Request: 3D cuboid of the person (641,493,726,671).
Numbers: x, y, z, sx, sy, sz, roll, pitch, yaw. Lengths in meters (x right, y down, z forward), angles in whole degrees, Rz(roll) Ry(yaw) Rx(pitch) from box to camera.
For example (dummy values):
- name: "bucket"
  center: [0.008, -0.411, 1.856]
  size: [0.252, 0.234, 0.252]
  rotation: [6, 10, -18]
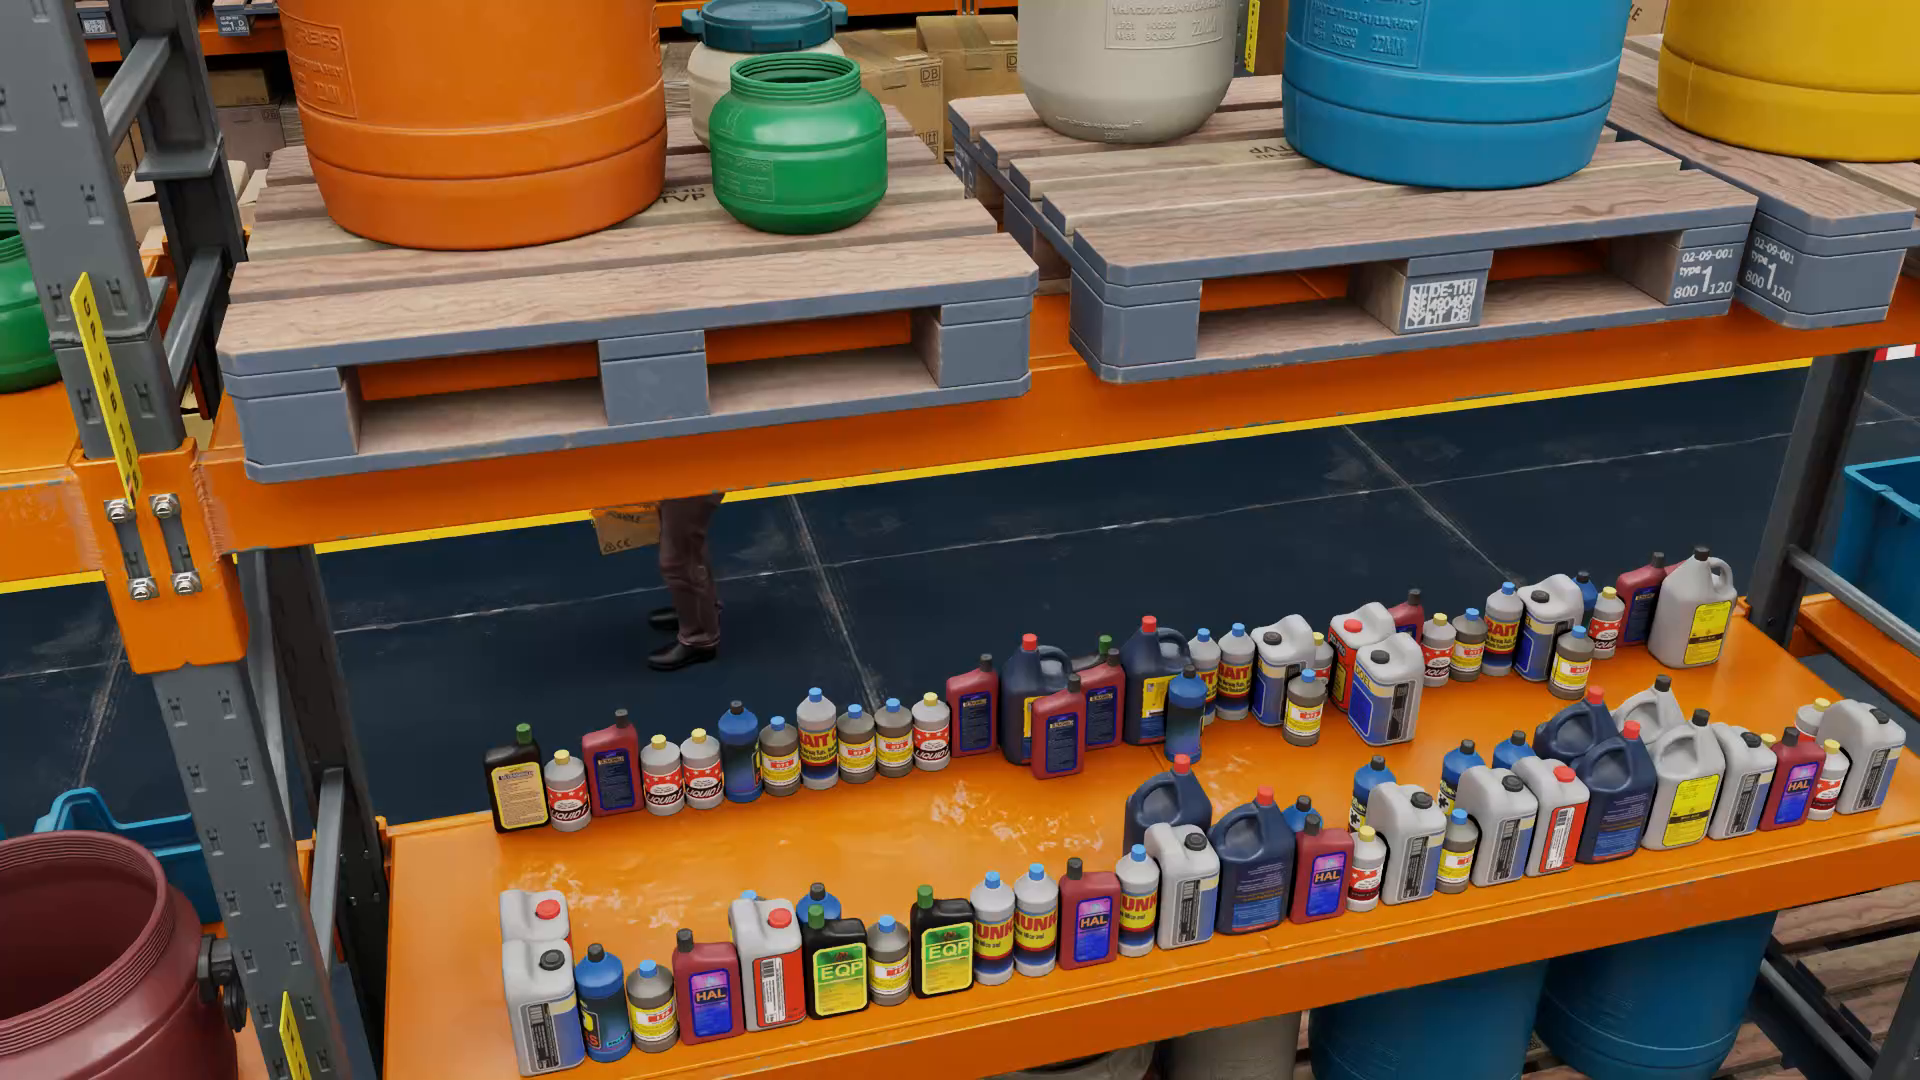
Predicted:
- name: "person"
  center: [-1.116, -0.301, 6.668]
  size: [0.470, 1.727, 0.551]
  rotation: [-8, 31, -14]
